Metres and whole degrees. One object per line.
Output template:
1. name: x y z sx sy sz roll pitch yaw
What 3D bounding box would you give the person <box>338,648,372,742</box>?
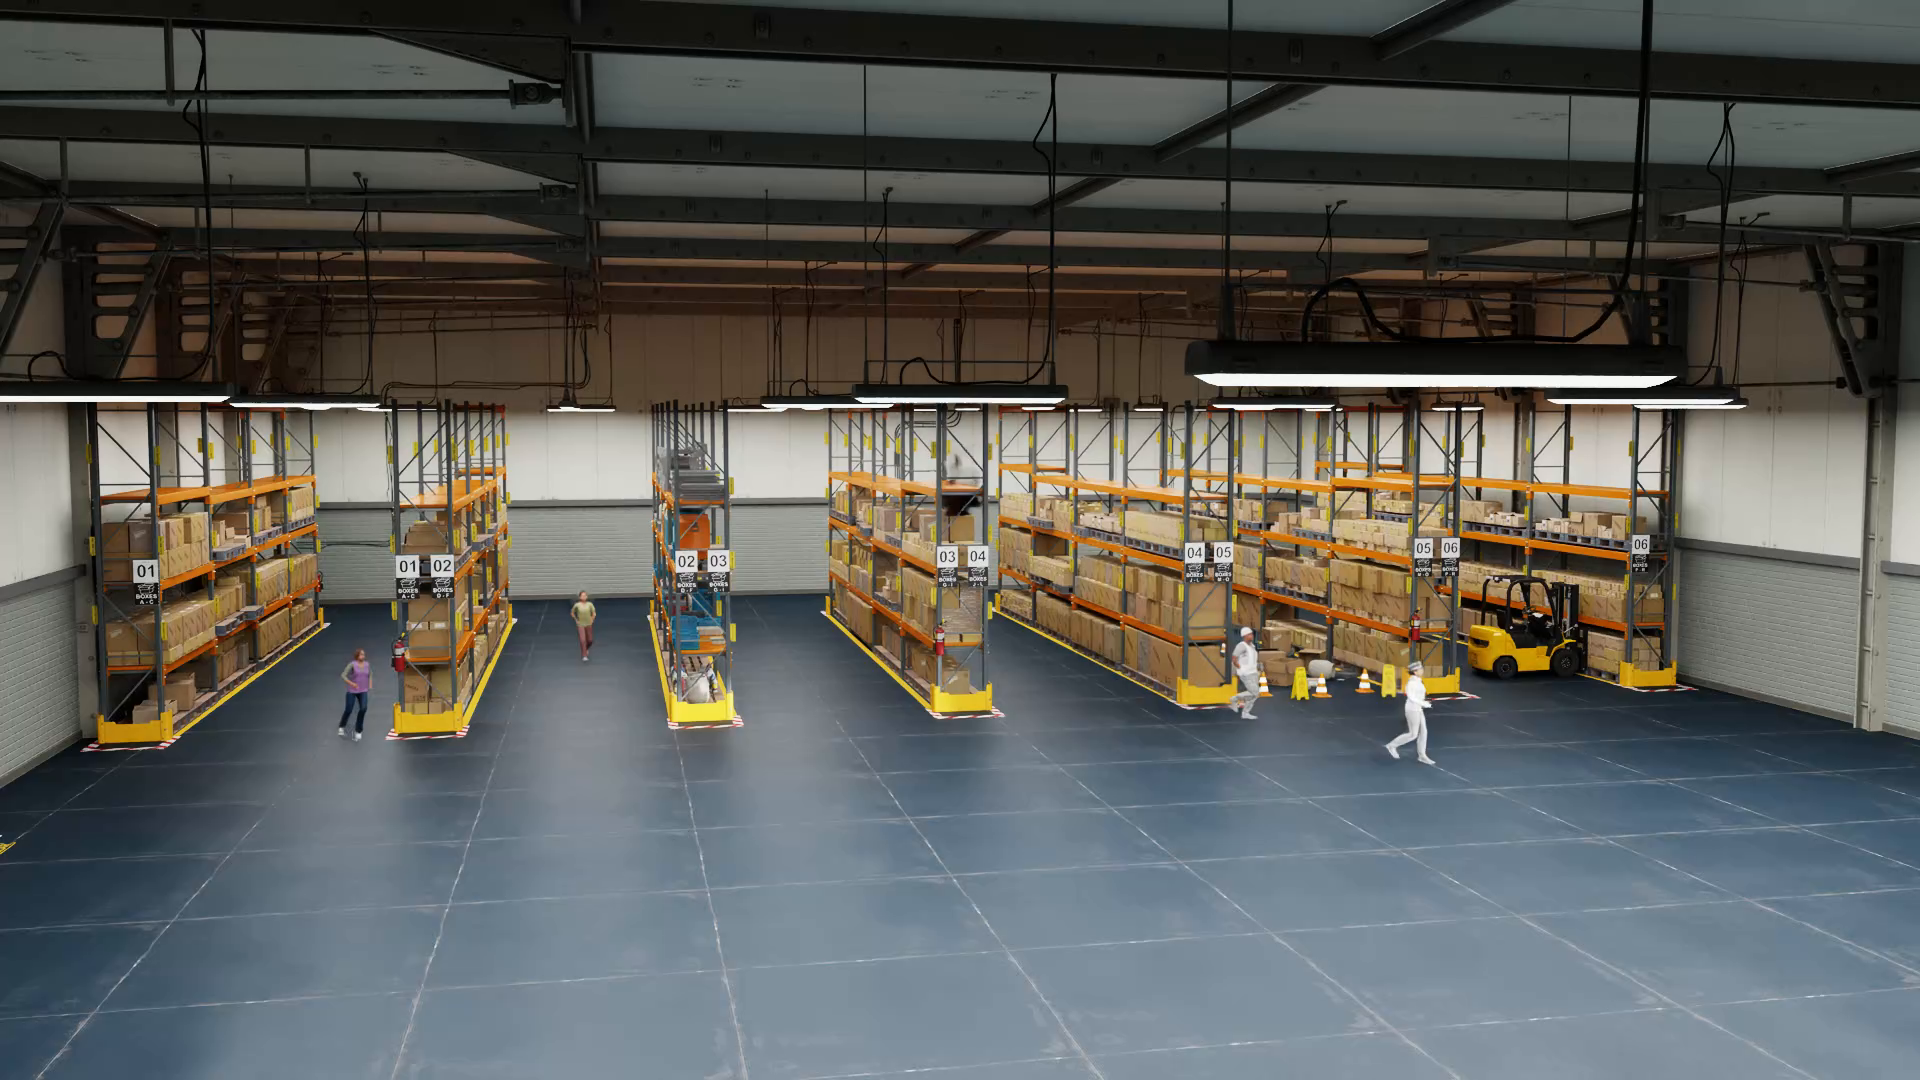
1. person: -10.660 2.718 29.440 0.608 1.608 0.723 -3 5 -38

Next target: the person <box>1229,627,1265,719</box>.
1. person: 5.392 2.504 31.250 0.599 1.735 0.687 3 5 32

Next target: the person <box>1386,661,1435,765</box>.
1. person: 7.433 2.827 27.358 0.784 1.699 0.640 2 5 22

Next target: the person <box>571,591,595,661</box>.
1. person: -8.771 1.990 38.750 0.578 1.617 0.579 -2 5 -22
